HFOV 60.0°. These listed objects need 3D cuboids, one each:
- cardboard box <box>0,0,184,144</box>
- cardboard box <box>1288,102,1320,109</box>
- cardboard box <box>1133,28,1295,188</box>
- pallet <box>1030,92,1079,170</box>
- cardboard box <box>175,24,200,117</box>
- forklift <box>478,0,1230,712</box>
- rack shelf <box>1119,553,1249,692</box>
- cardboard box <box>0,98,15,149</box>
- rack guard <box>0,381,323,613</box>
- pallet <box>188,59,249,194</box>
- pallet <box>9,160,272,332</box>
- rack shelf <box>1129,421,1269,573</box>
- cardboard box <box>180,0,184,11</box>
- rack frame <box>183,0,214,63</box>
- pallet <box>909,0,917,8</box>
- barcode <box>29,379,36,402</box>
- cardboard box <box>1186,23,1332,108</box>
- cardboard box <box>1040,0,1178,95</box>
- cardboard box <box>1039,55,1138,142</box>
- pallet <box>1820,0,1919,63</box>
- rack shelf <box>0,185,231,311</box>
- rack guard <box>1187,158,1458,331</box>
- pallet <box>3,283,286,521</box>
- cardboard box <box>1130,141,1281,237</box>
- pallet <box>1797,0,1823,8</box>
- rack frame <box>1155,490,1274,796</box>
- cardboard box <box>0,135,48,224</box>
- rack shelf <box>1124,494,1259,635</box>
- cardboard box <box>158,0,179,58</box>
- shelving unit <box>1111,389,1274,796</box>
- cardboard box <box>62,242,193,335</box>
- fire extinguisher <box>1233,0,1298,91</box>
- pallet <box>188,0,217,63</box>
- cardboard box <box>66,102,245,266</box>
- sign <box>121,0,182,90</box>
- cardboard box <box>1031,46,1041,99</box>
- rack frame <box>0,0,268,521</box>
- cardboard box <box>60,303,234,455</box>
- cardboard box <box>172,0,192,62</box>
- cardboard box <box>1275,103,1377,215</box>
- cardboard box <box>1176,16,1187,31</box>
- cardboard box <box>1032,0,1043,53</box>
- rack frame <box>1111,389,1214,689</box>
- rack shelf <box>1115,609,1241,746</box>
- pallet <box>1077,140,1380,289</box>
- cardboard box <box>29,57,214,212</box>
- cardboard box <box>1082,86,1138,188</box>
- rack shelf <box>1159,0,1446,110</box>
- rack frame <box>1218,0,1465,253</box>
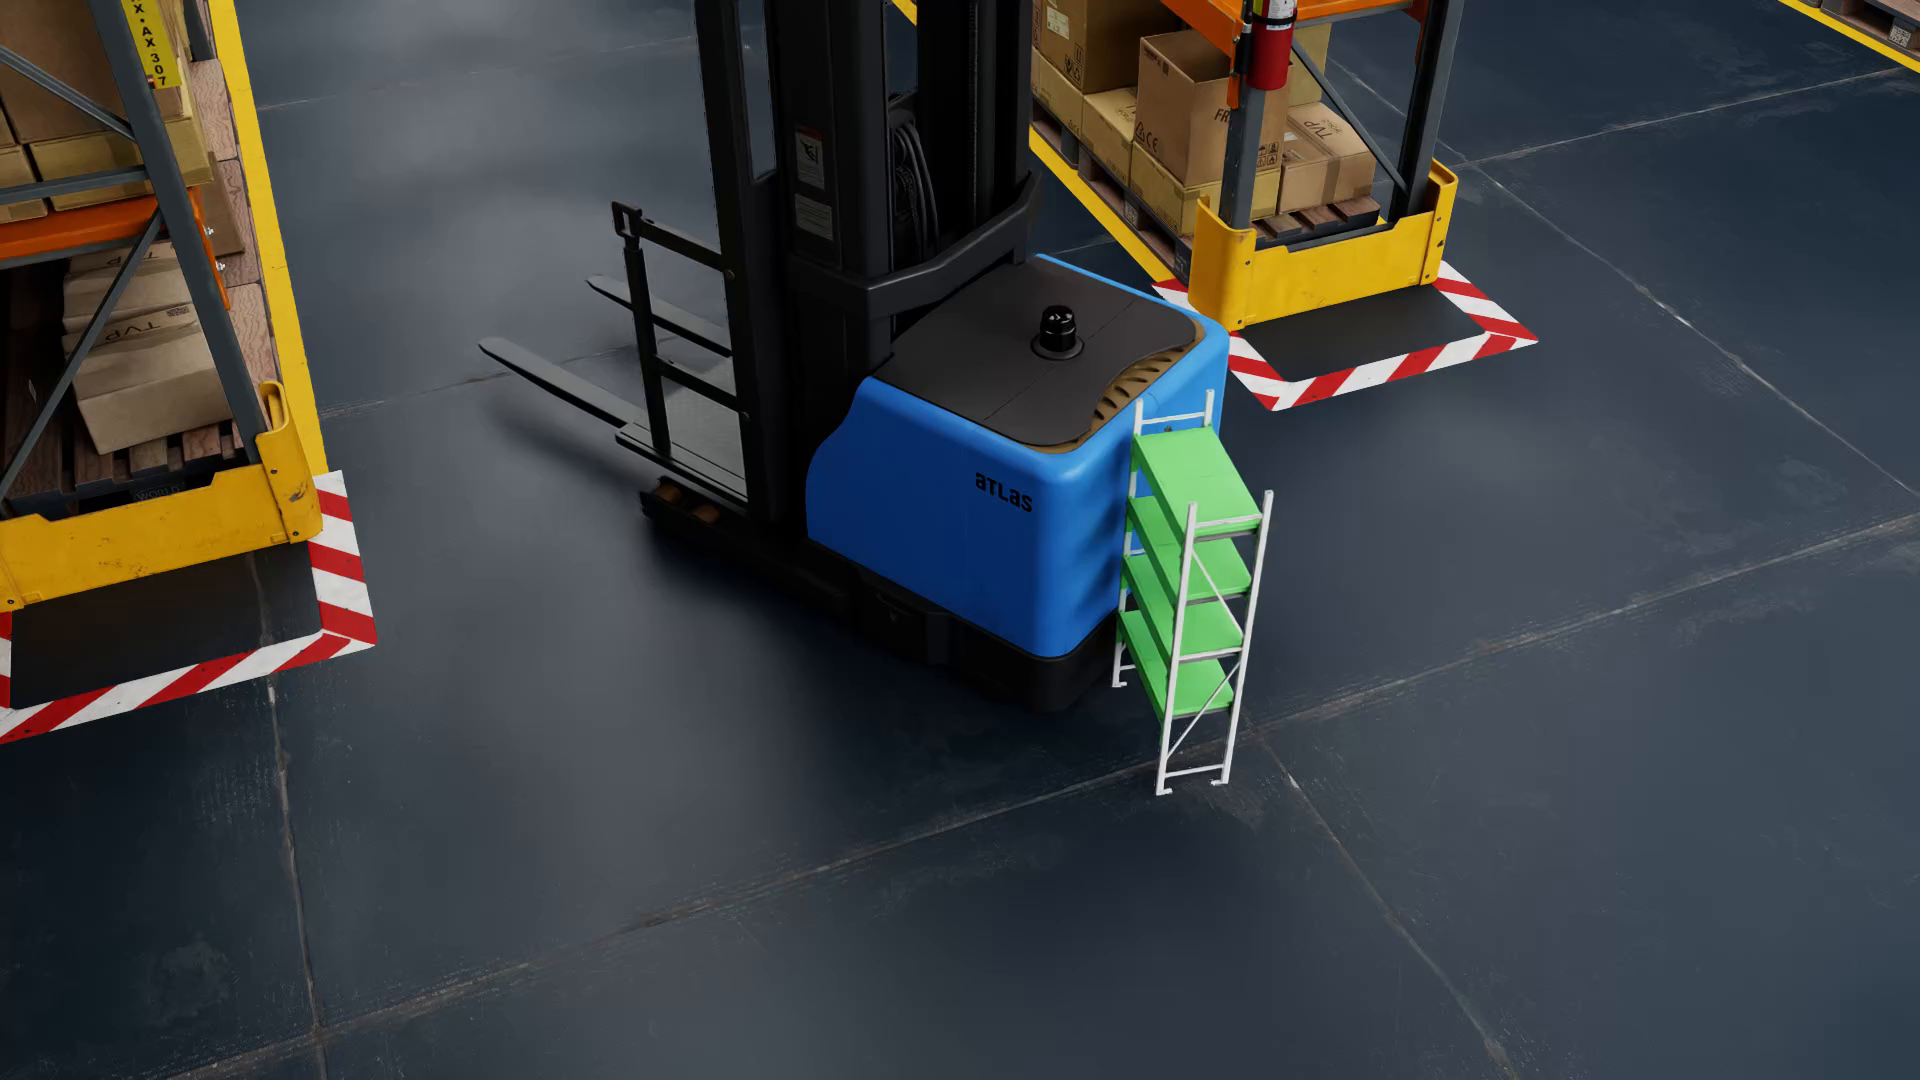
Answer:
[{"bbox_3d":[-2.876,-1.665,5.410,0.500,0.500,0.500,-15,43,-17],"label":"cardboard box"},{"bbox_3d":[1.410,-2.101,8.179,0.500,0.250,0.500,-15,43,-17],"label":"cardboard box"},{"bbox_3d":[1.124,-1.955,7.435,0.500,0.500,0.500,-15,43,-17],"label":"cardboard box"},{"bbox_3d":[0.810,-2.432,8.916,1.003,0.211,1.213,-15,43,-17],"label":"pallet"},{"bbox_3d":[-3.077,-1.700,6.026,0.500,0.250,0.500,-16,43,-18],"label":"cardboard box"},{"bbox_3d":[-0.581,-1.329,5.548,3.031,2.935,1.130,26,47,27],"label":"forklift"},{"bbox_3d":[0.688,0.232,5.157,0.258,0.148,0.480,-8,41,-10],"label":"rack shelf"},{"bbox_3d":[-3.348,-1.533,5.257,0.500,0.500,0.500,-16,43,-17],"label":"cardboard box"},{"bbox_3d":[-3.000,-0.165,6.059,1.175,0.500,0.348,-15,43,-17],"label":"rack guard"},{"bbox_3d":[-4.212,-2.024,8.441,1.003,0.211,1.213,-15,43,-17],"label":"pallet"},{"bbox_3d":[-3.742,-1.288,7.585,1.003,0.211,1.213,-15,43,-17],"label":"pallet"},{"bbox_3d":[0.688,-0.132,4.844,0.258,0.148,0.480,-8,41,-10],"label":"rack shelf"},{"bbox_3d":[-3.457,-2.314,6.740,0.500,0.250,0.500,-15,43,-16],"label":"cardboard box"},{"bbox_3d":[-4.502,-3.477,7.992,1.000,3.000,0.127,-15,43,-17],"label":"rack frame"},{"bbox_3d":[0.339,-3.168,9.772,1.003,0.211,1.213,-15,43,-17],"label":"pallet"},{"bbox_3d":[-3.529,-0.568,6.328,0.001,0.075,0.075,-15,43,-17],"label":"barcode"},{"bbox_3d":[1.411,-2.385,7.935,0.500,0.500,0.500,-15,43,-17],"label":"cardboard box"},{"bbox_3d":[0.728,-2.554,8.131,0.500,0.500,0.500,-15,43,-17],"label":"cardboard box"},{"bbox_3d":[0.730,-2.270,8.376,0.500,0.250,0.500,-15,43,-17],"label":"cardboard box"},{"bbox_3d":[5.803,-3.006,9.584,1.003,0.211,1.213,-15,43,-17],"label":"pallet"},{"bbox_3d":[-3.737,-1.999,6.826,1.077,0.370,4.000,-15,43,-17],"label":"rack shelf"},{"bbox_3d":[1.613,-1.343,7.428,1.175,0.500,0.348,-15,43,-17],"label":"rack guard"},{"bbox_3d":[-3.279,-0.554,6.732,1.003,0.211,1.213,-15,43,-17],"label":"pallet"},{"bbox_3d":[1.126,-1.671,7.680,0.500,0.250,0.500,-15,43,-17],"label":"cardboard box"},{"bbox_3d":[5.340,-3.740,10.437,1.003,0.211,1.213,-15,43,-17],"label":"pallet"},{"bbox_3d":[0.742,0.339,4.935,0.240,1.200,0.015,-8,41,-10],"label":"rack frame"},{"bbox_3d":[-3.329,-1.251,5.504,0.500,0.250,0.500,-15,43,-16],"label":"cardboard box"},{"bbox_3d":[0.688,0.050,5.001,0.258,0.148,0.480,-8,41,-10],"label":"rack shelf"},{"bbox_3d":[-3.056,-1.965,5.759,0.500,0.500,0.500,-15,43,-17],"label":"cardboard box"},{"bbox_3d":[0.688,0.184,5.116,0.258,1.200,0.503,-8,41,-10],"label":"shelving unit"},{"bbox_3d":[-3.371,-0.997,6.834,0.500,0.311,0.500,-12,42,-13],"label":"cardboard box"},{"bbox_3d":[1.220,-2.089,6.438,0.296,0.674,0.183,-15,43,-17],"label":"fire extinguisher"},{"bbox_3d":[-4.801,-2.888,9.447,1.003,0.211,1.213,-15,43,-17],"label":"pallet"},{"bbox_3d":[-3.606,-1.523,7.301,0.700,0.500,0.500,-18,44,-20],"label":"cardboard box"},{"bbox_3d":[-2.470,-1.531,5.066,0.100,0.325,0.005,-15,43,-17],"label":"sign"},{"bbox_3d":[0.541,-2.572,8.727,0.500,0.250,0.500,-15,43,-17],"label":"cardboard box"},{"bbox_3d":[-2.971,-1.067,5.190,1.000,3.000,0.127,-15,43,-17],"label":"rack frame"},{"bbox_3d":[-3.153,-0.654,6.434,0.500,0.311,0.500,-20,45,-22],"label":"cardboard box"},{"bbox_3d":[-3.266,-2.009,6.385,0.500,0.250,0.500,-16,43,-18],"label":"cardboard box"},{"bbox_3d":[1.604,-1.800,7.830,0.500,0.250,0.500,-15,43,-17],"label":"cardboard box"},{"bbox_3d":[1.208,-2.683,8.282,0.500,0.500,0.500,-15,43,-17],"label":"cardboard box"},{"bbox_3d":[0.538,-2.855,8.481,0.500,0.500,0.500,-15,43,-17],"label":"cardboard box"},{"bbox_3d":[0.634,0.029,5.296,0.240,1.200,0.015,-8,41,-10],"label":"rack frame"},{"bbox_3d":[0.688,0.414,5.314,0.258,0.148,0.480,-8,41,-10],"label":"rack shelf"},{"bbox_3d":[1.273,-1.698,8.063,1.003,0.211,1.213,-15,43,-17],"label":"pallet"},{"bbox_3d":[-2.865,-1.391,5.667,0.500,0.250,0.500,-16,43,-18],"label":"cardboard box"},{"bbox_3d":[0.923,-1.969,8.026,0.500,0.250,0.500,-15,43,-17],"label":"cardboard box"},{"bbox_3d":[0.839,-3.237,8.266,1.077,0.370,4.000,-15,43,-17],"label":"rack shelf"},{"bbox_3d":[1.604,-2.305,6.630,1.000,3.000,0.127,-15,43,-17],"label":"rack frame"}]
